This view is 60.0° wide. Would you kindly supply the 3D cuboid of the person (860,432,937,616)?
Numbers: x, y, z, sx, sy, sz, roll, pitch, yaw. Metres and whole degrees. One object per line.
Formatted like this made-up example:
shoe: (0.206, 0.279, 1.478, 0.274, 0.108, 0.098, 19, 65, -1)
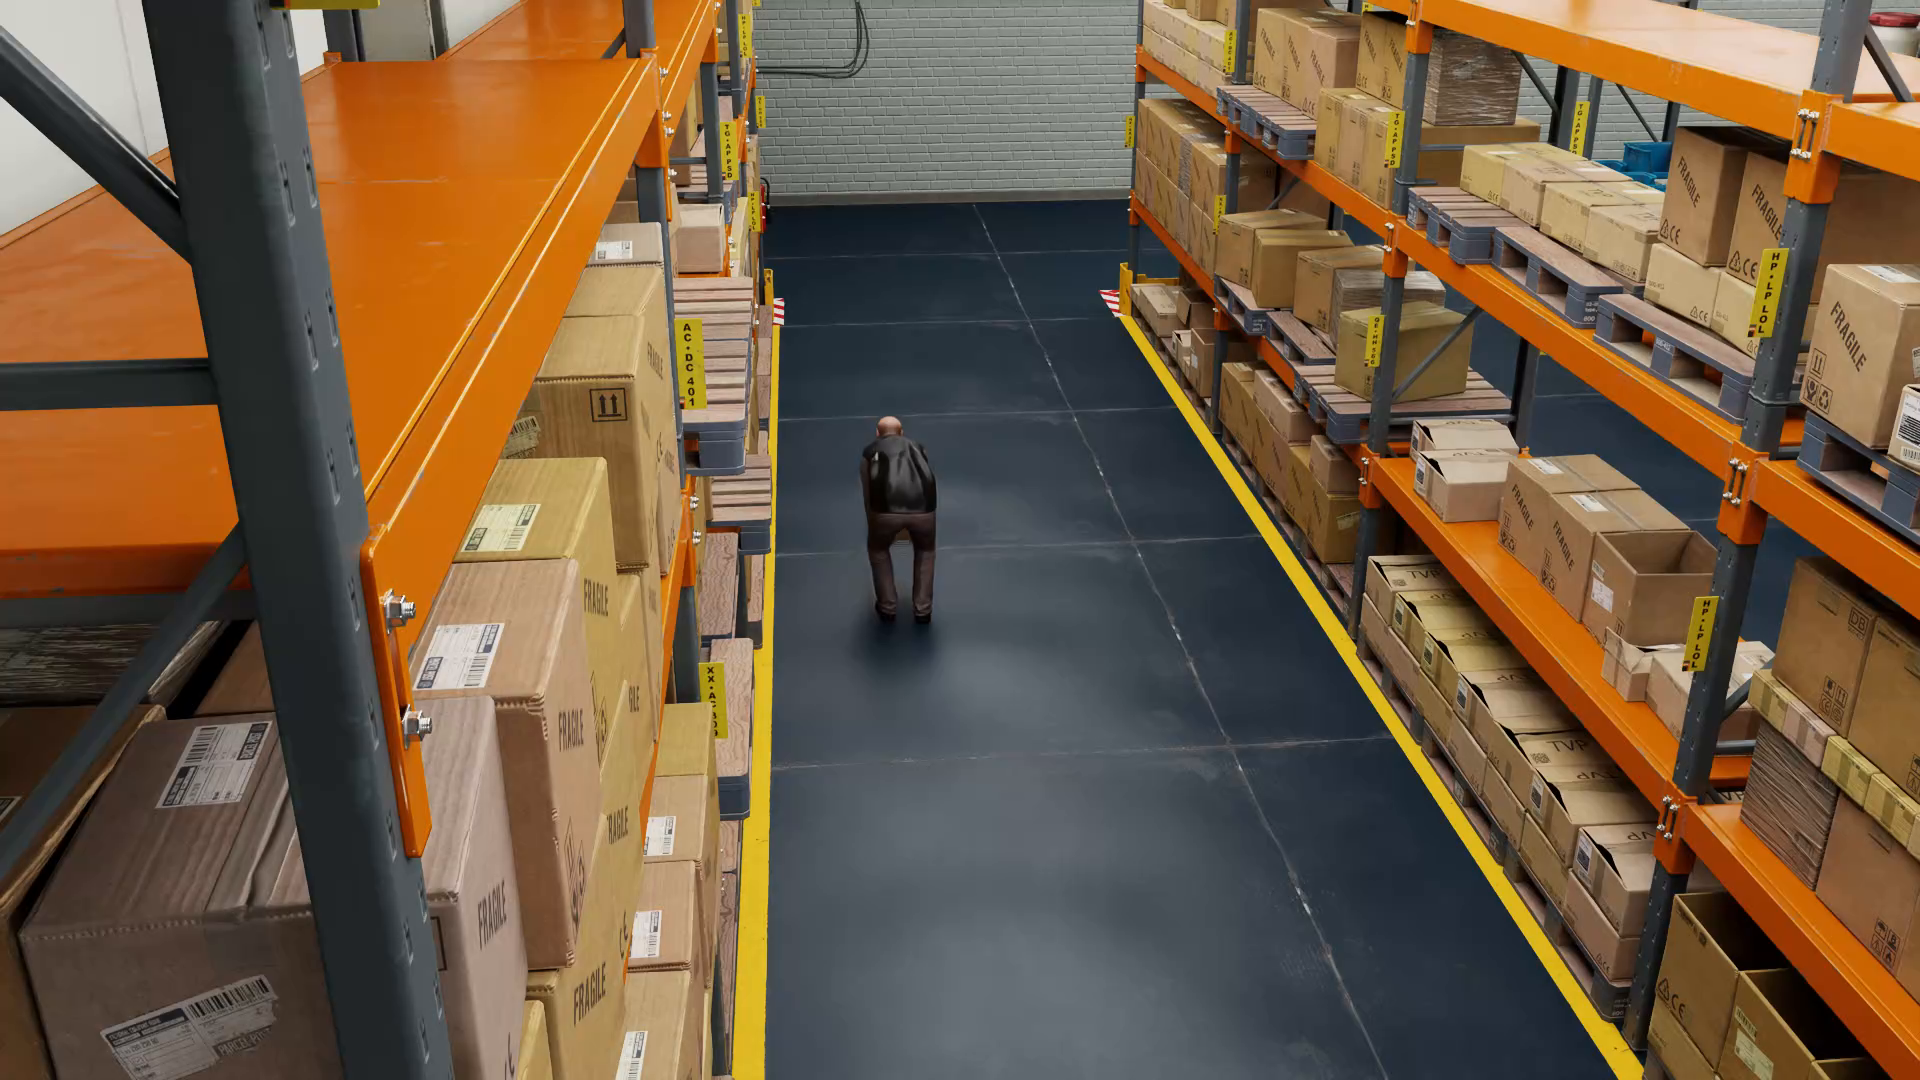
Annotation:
person: (-0.405, -0.094, 11.148, 0.479, 1.143, 0.708, -3, 24, -8)
